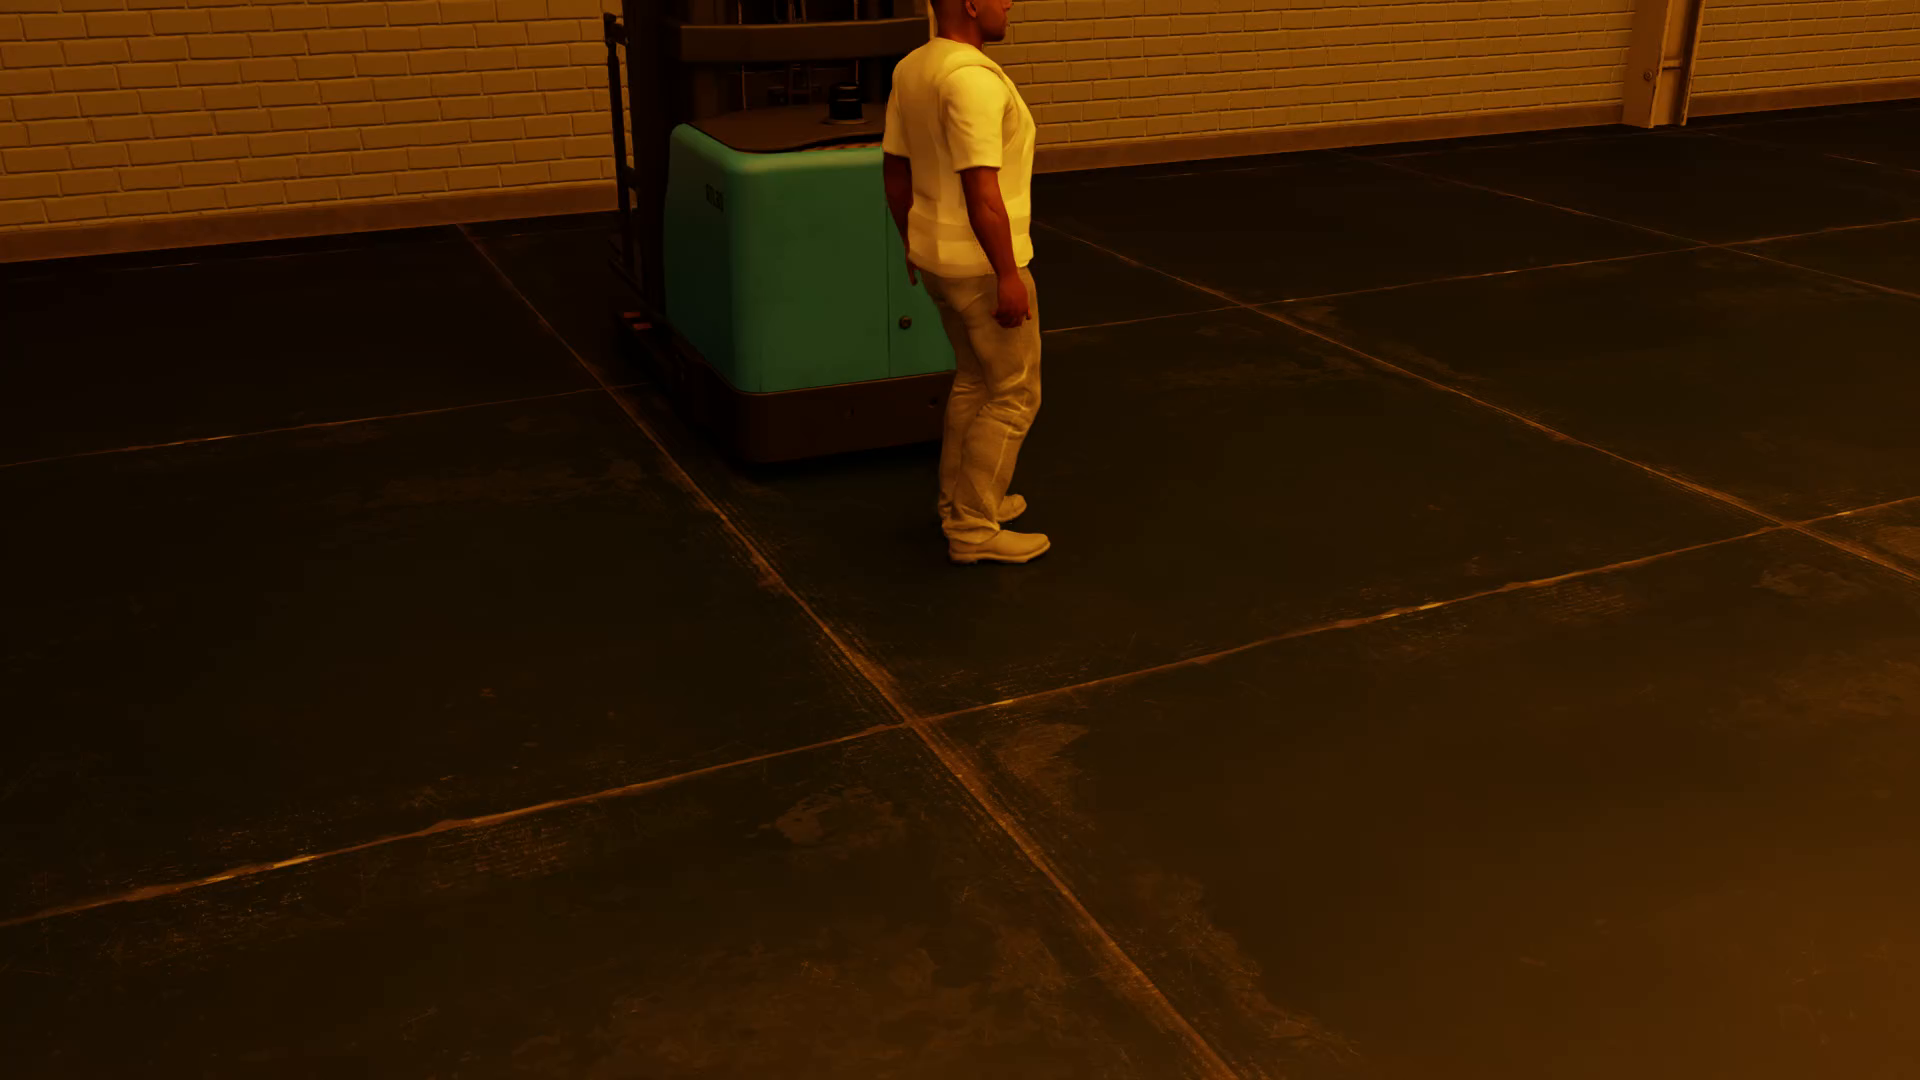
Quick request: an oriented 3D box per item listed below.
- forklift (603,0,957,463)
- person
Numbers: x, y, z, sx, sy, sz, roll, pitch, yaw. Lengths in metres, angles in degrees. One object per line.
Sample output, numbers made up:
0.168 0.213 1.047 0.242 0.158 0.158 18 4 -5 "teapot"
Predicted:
-0.818 -2.143 6.444 1.130 2.935 3.031 -9 24 -21 "forklift"
0.069 -0.807 4.796 0.425 1.751 0.654 -9 24 -21 "person"
